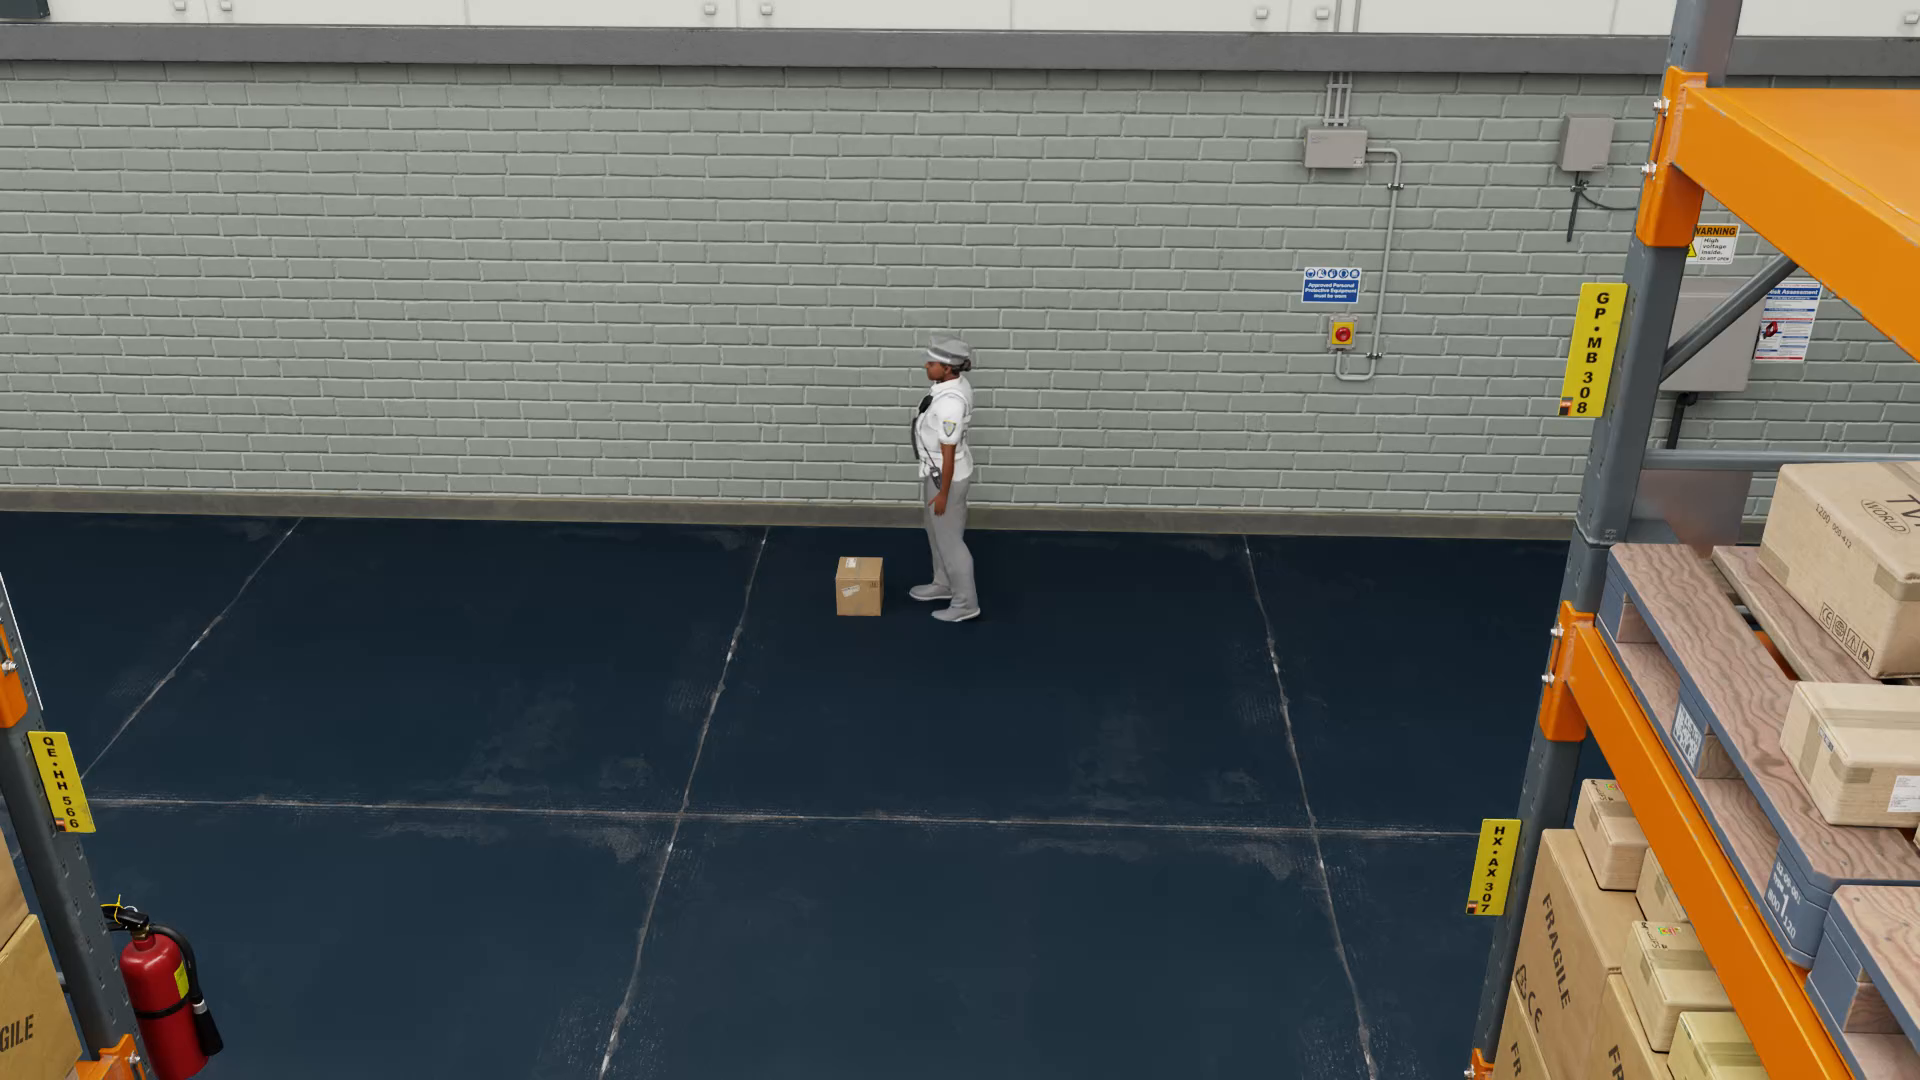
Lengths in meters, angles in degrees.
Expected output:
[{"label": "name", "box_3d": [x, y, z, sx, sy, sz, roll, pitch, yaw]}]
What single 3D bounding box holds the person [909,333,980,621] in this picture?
[{"label": "person", "box_3d": [-0.090, -0.338, 9.265, 0.426, 1.715, 0.442, 1, 28, 3]}]
